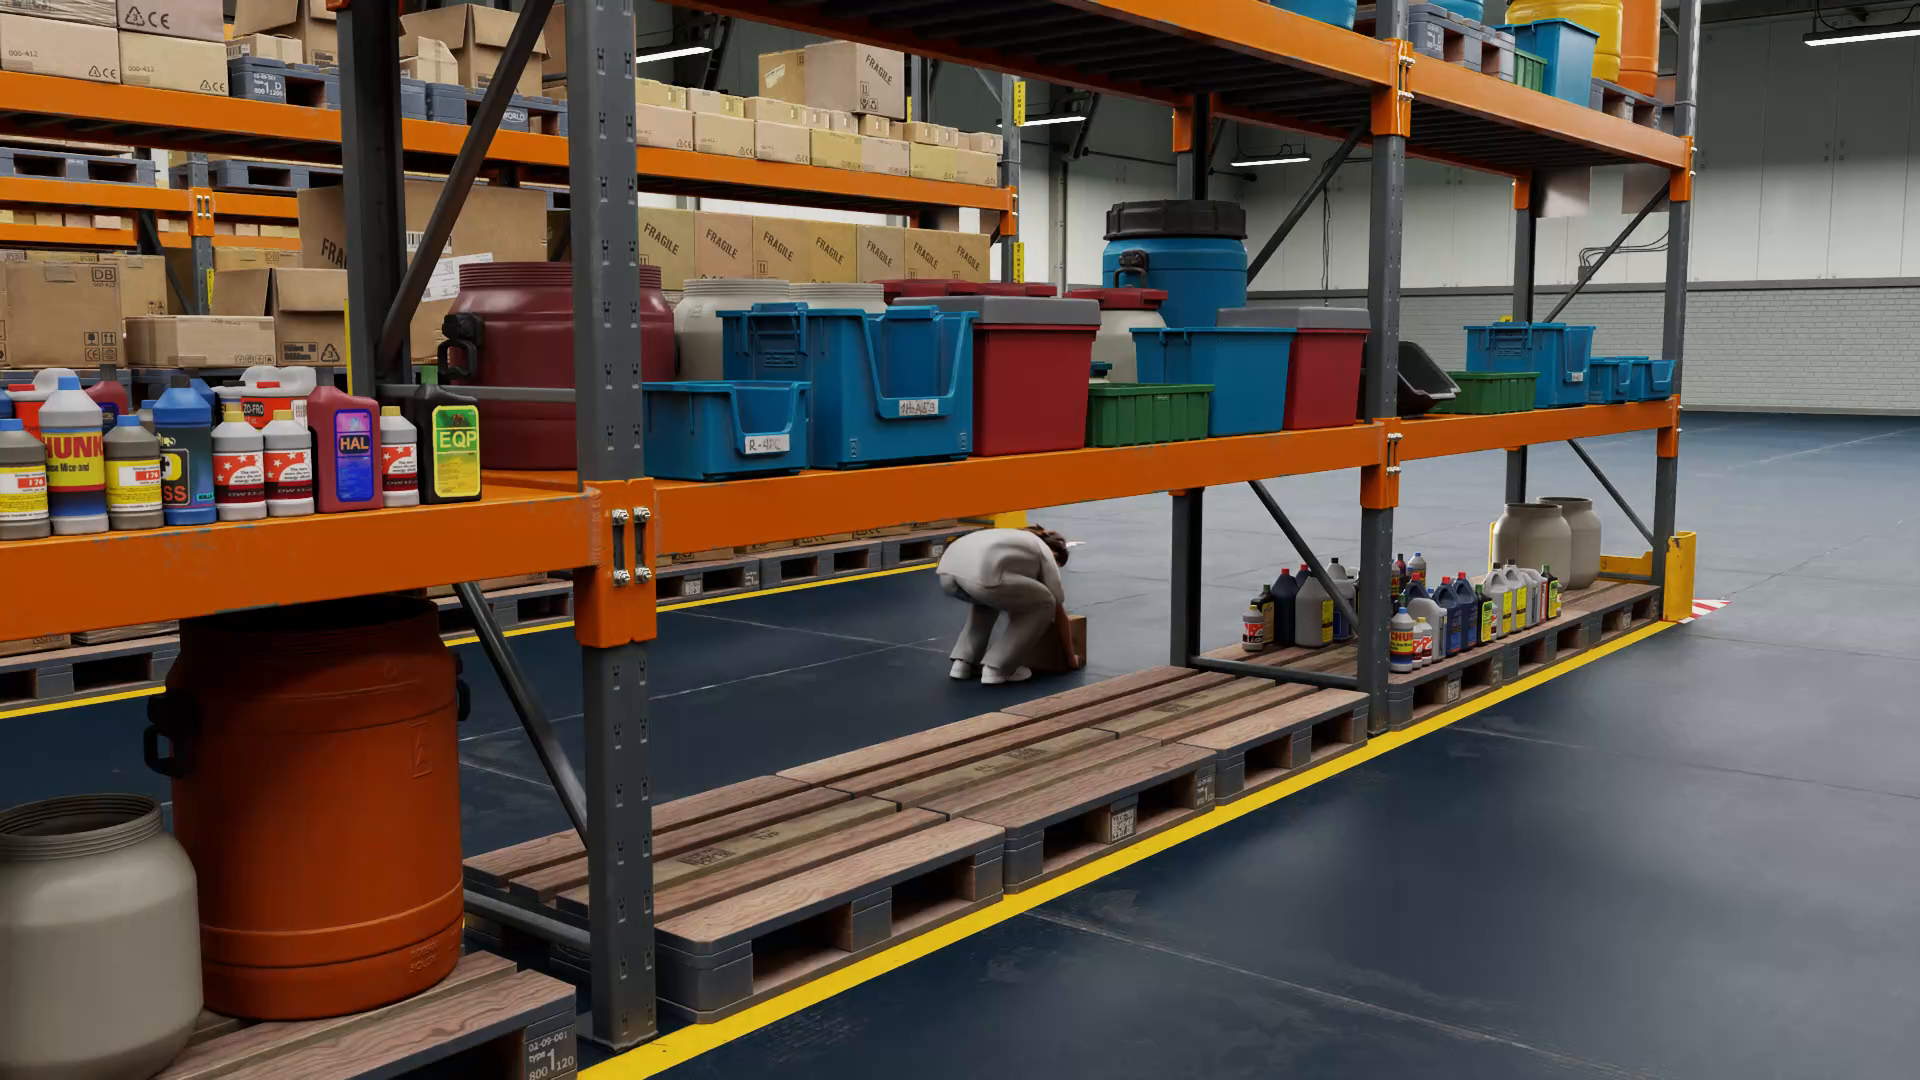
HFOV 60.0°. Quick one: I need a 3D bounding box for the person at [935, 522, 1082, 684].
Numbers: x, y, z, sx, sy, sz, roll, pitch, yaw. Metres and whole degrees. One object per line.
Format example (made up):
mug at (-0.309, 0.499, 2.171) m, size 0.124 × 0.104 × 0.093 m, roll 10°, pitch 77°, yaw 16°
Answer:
person at (0.245, 0.307, 8.204) m, size 0.462 × 0.764 × 0.867 m, roll 6°, pitch 9°, yaw 42°
